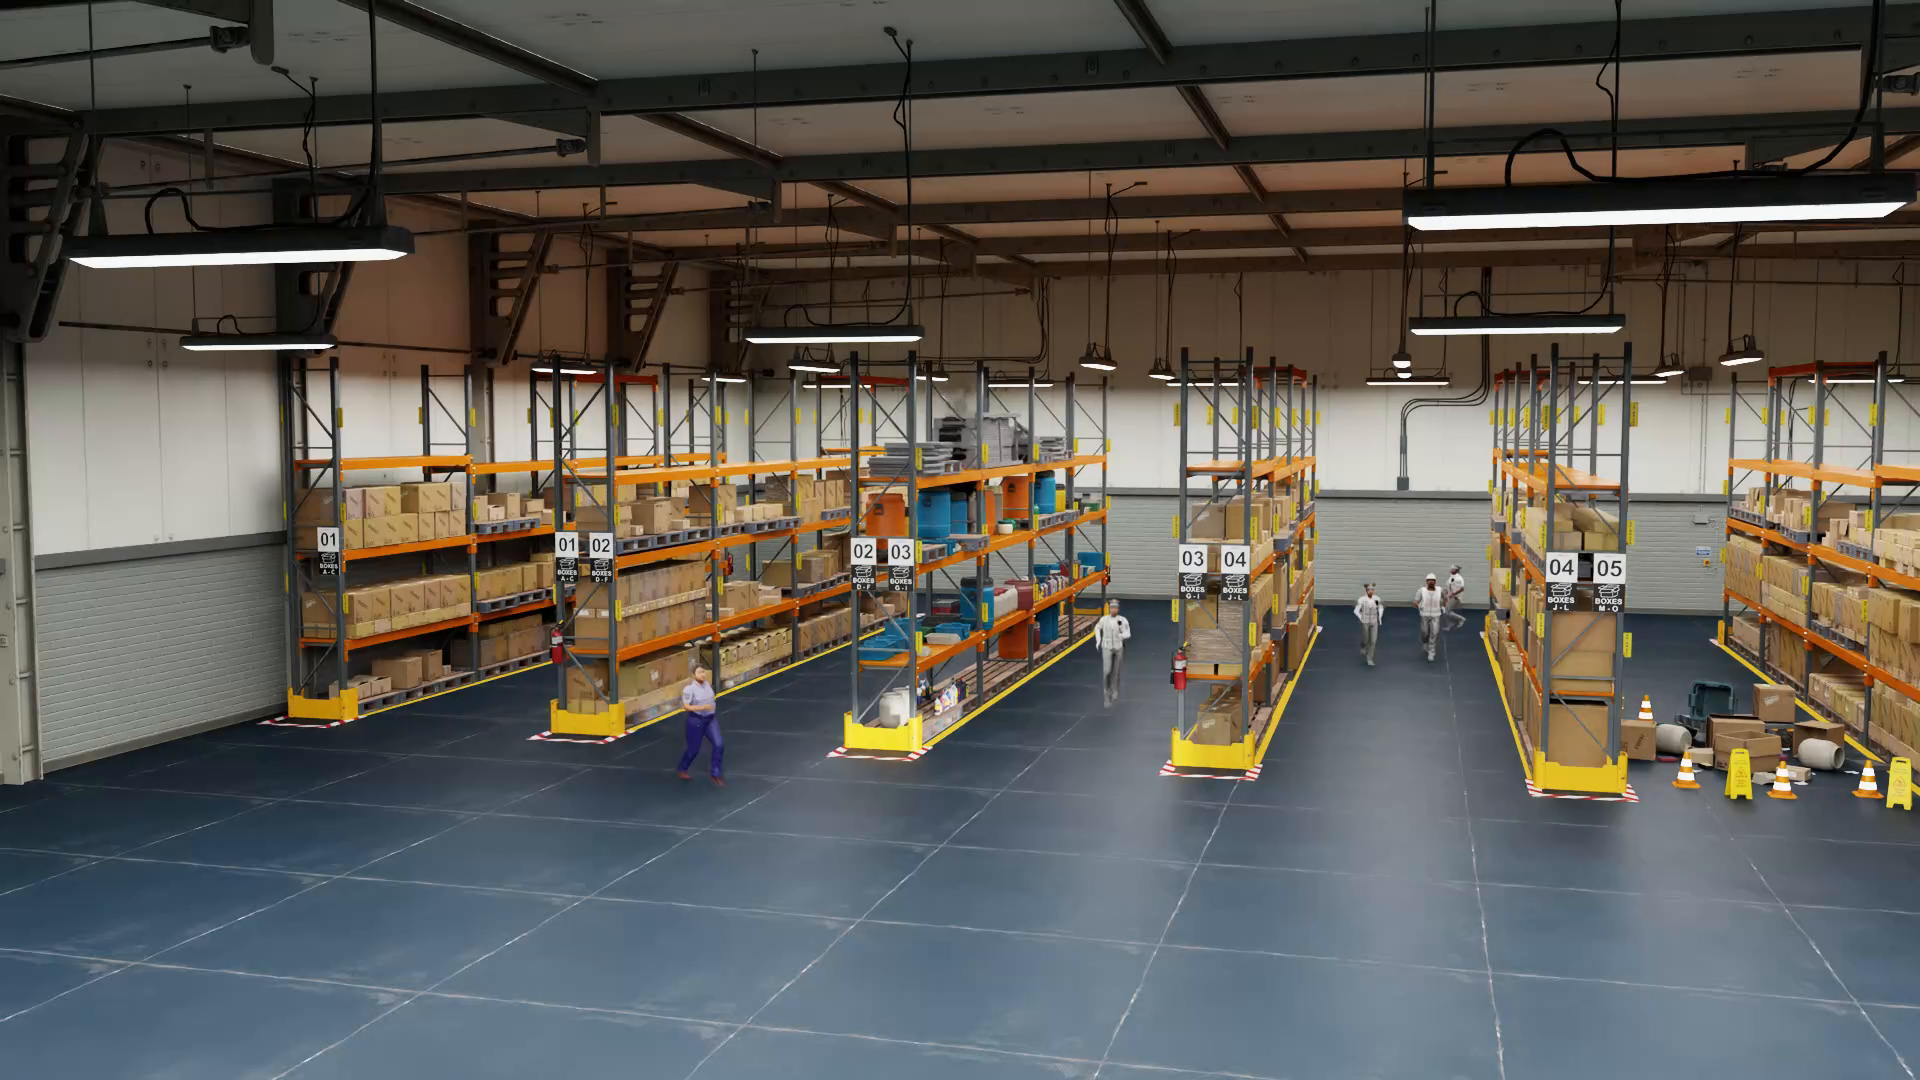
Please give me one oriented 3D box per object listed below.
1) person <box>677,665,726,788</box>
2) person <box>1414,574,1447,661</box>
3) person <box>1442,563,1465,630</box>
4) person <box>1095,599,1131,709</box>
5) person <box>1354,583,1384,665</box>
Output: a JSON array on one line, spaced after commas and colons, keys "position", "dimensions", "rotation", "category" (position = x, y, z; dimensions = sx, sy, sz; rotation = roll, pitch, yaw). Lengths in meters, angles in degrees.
[{"position": [-3.532, 2.542, 22.710], "dimensions": [0.607, 1.673, 0.816], "rotation": [-4, 6, -45], "category": "person"}, {"position": [9.744, 1.581, 34.430], "dimensions": [0.682, 1.768, 0.940], "rotation": [1, 4, 13], "category": "person"}, {"position": [11.589, 1.339, 39.039], "dimensions": [0.514, 1.624, 0.578], "rotation": [0, 4, -1], "category": "person"}, {"position": [2.526, 1.868, 27.490], "dimensions": [0.576, 1.799, 0.692], "rotation": [0, 4, 3], "category": "person"}, {"position": [8.355, 1.686, 33.957], "dimensions": [0.608, 1.658, 0.697], "rotation": [0, 4, 4], "category": "person"}]
